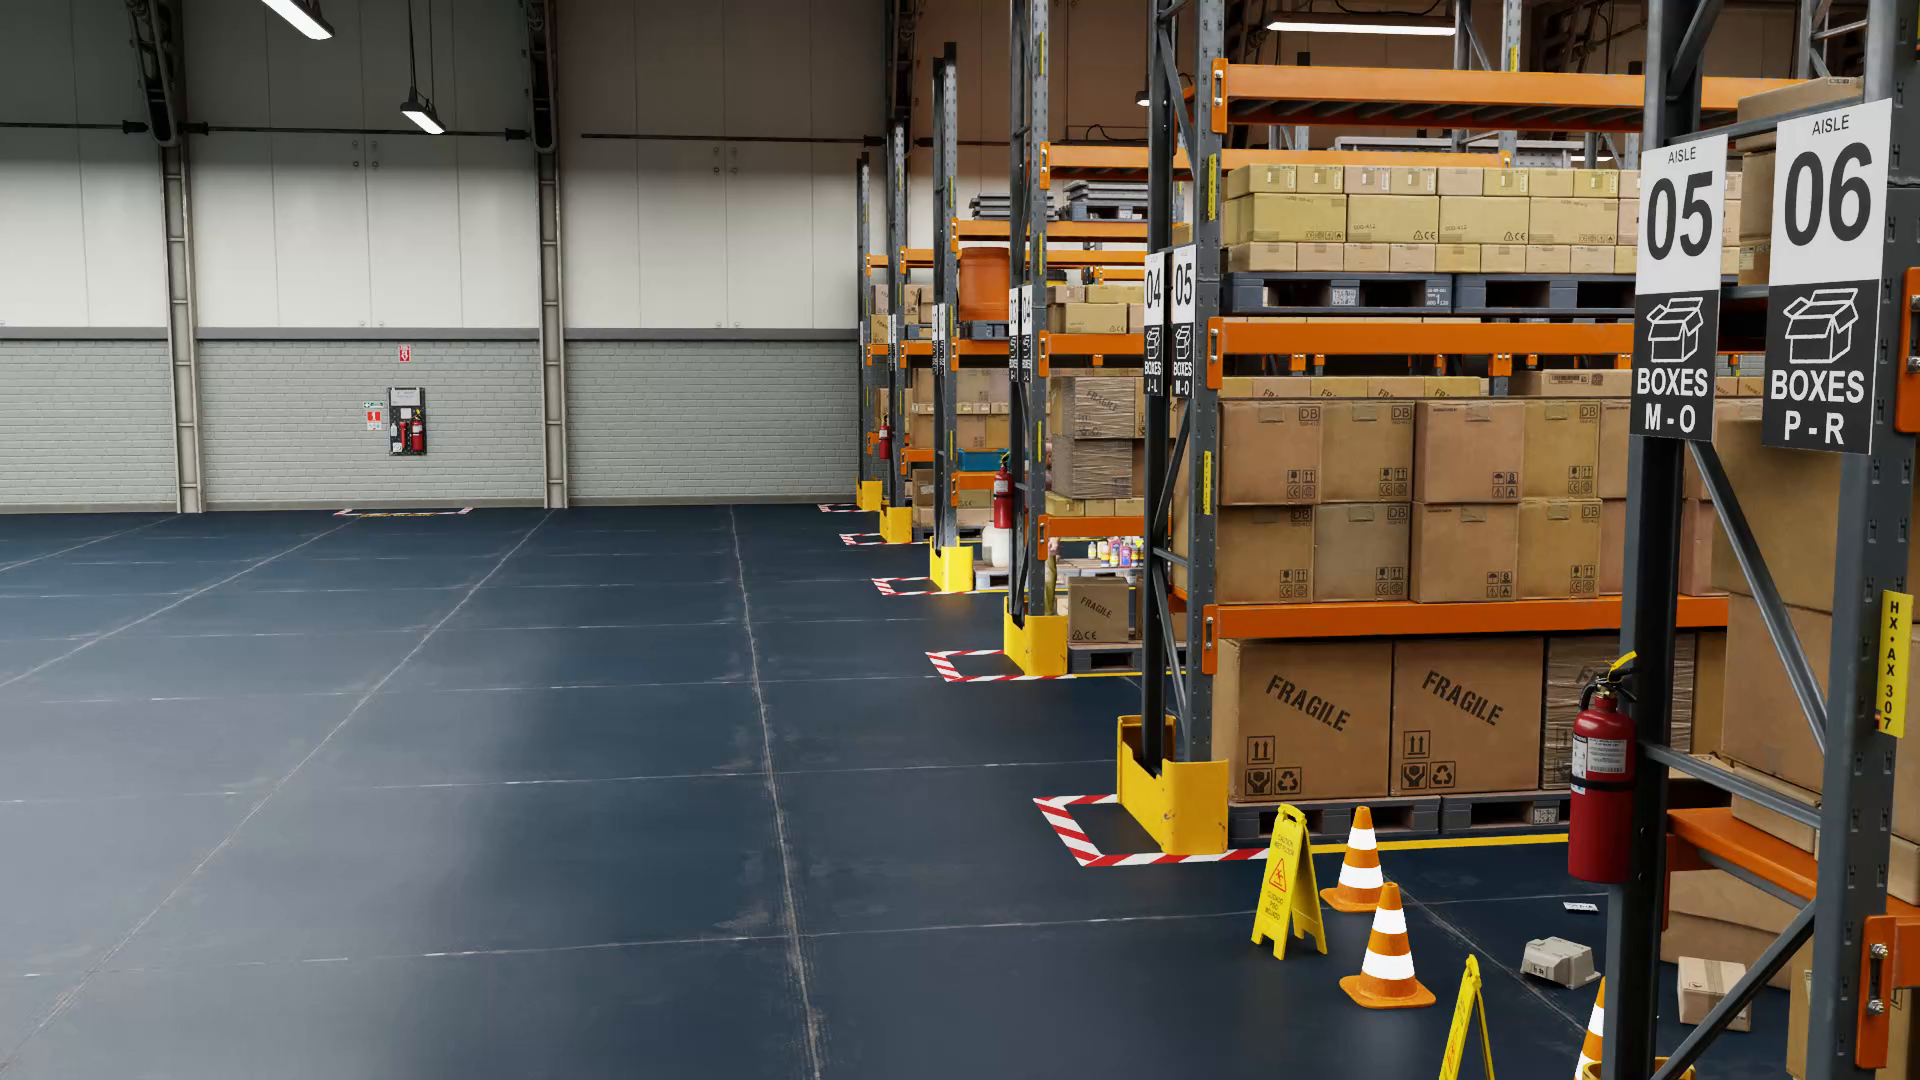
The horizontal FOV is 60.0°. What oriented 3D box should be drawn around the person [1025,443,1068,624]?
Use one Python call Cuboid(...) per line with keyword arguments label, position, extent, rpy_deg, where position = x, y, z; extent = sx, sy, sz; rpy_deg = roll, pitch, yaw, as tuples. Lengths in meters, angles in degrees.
Cuboid(label="person", position=(0.821, -0.065, 16.357), extent=(0.416, 1.774, 0.653), rpy_deg=(-1, 6, -10))
